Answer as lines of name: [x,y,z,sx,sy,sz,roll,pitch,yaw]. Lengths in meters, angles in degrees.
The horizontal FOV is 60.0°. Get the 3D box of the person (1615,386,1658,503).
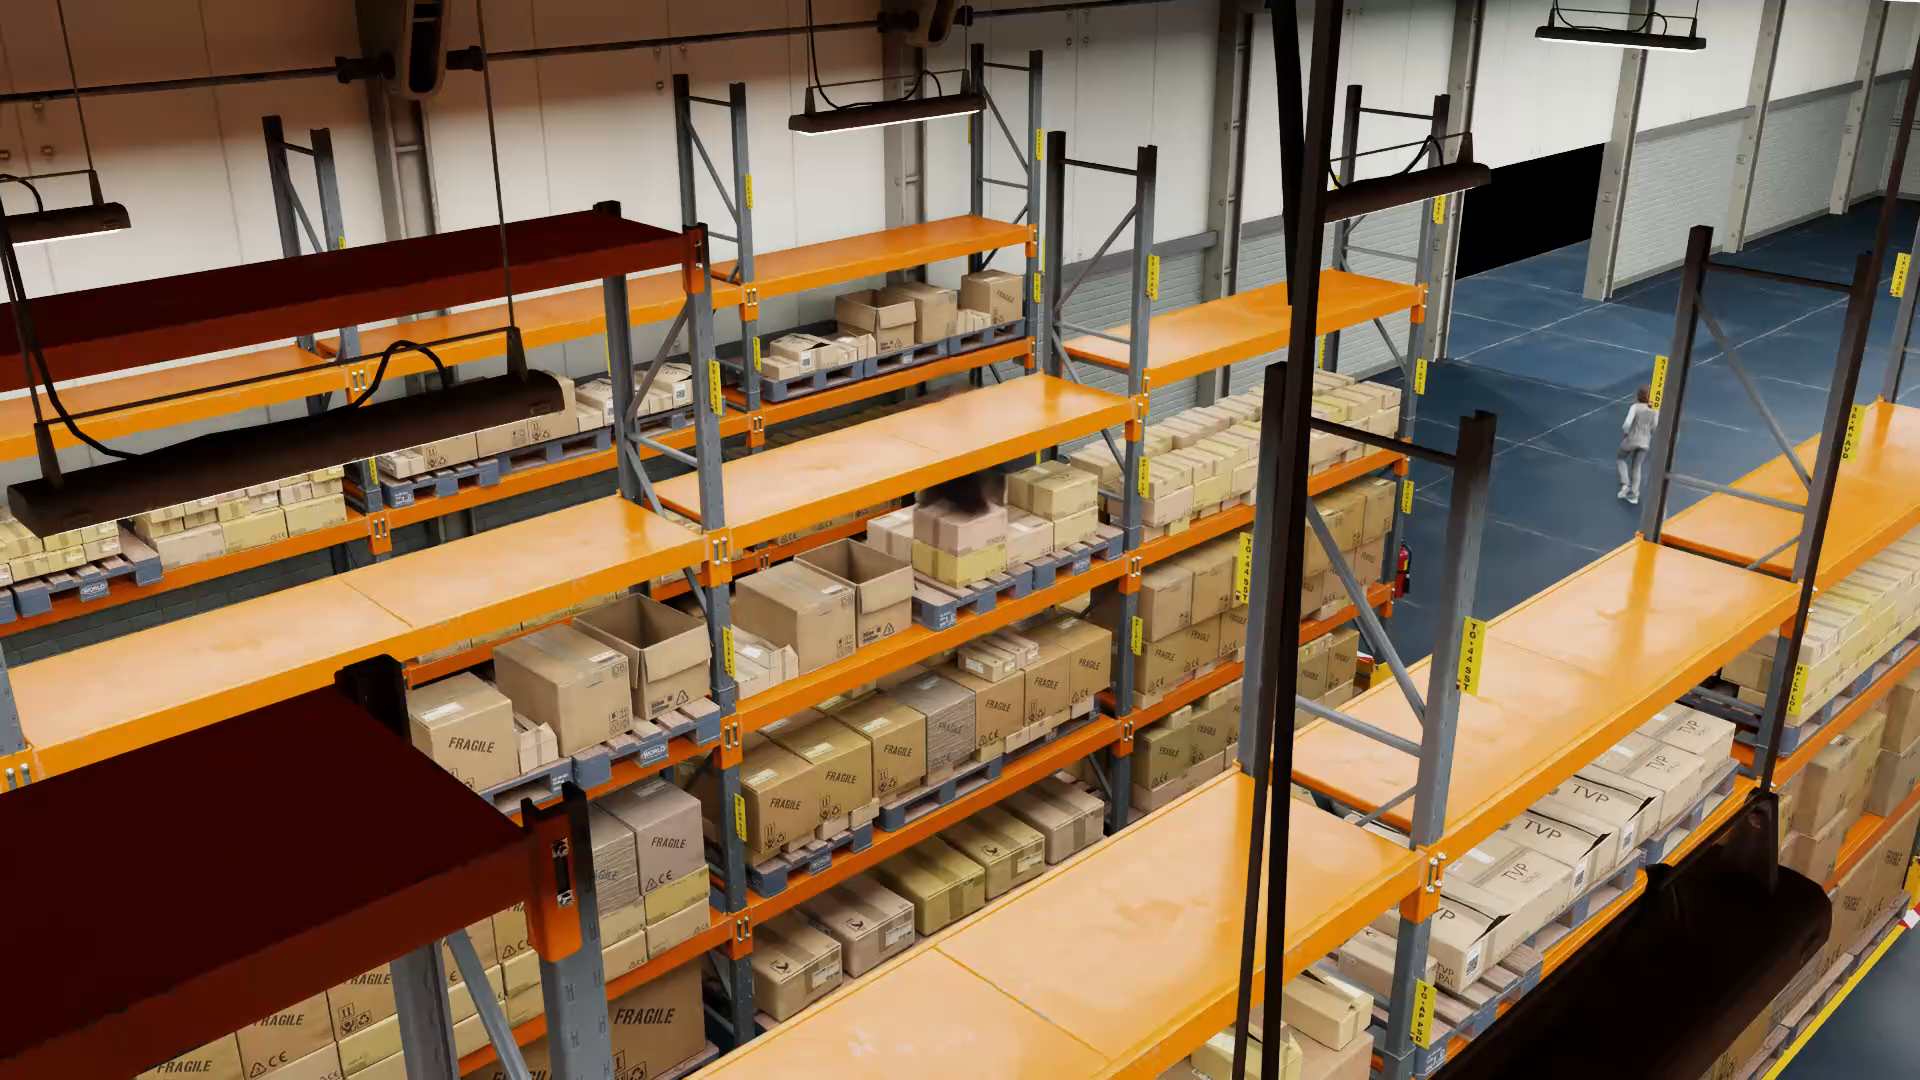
person: [8.880,-1.289,21.893,0.508,1.563,0.613,1,22,2]
